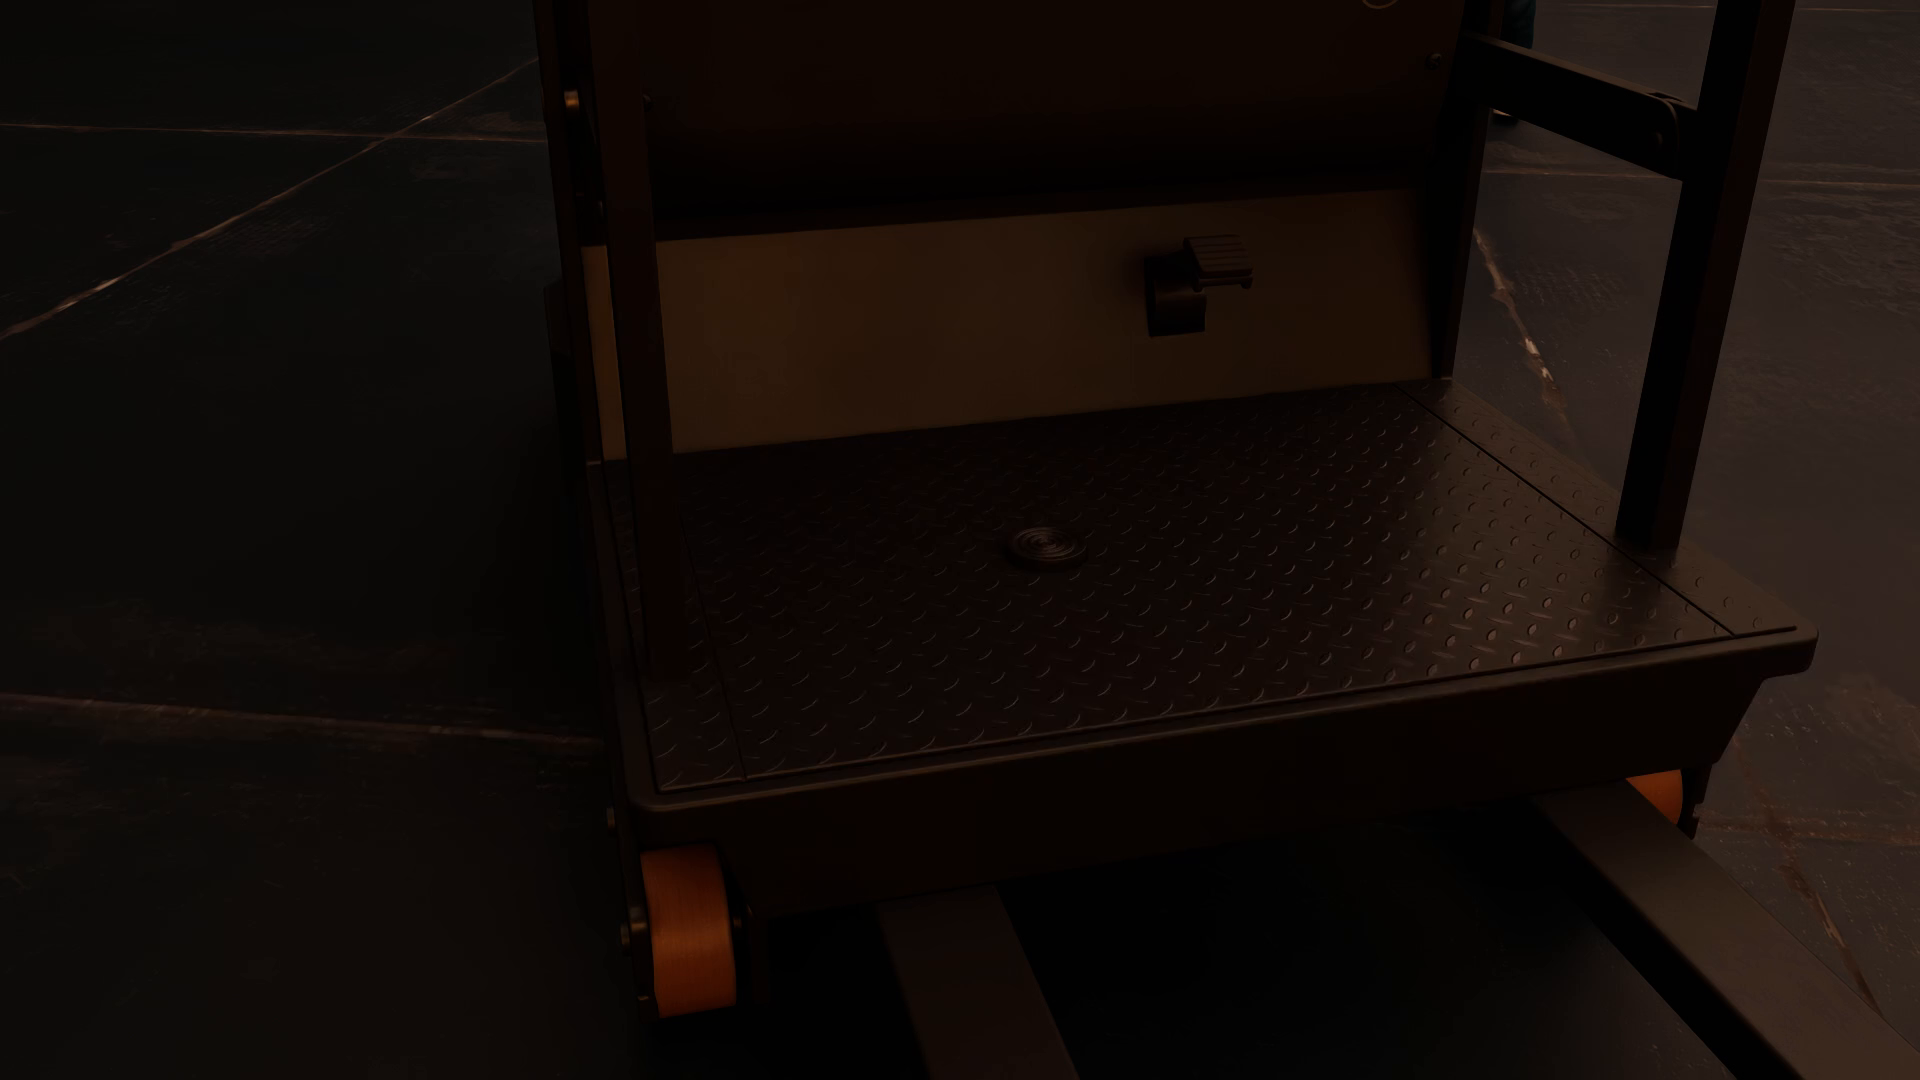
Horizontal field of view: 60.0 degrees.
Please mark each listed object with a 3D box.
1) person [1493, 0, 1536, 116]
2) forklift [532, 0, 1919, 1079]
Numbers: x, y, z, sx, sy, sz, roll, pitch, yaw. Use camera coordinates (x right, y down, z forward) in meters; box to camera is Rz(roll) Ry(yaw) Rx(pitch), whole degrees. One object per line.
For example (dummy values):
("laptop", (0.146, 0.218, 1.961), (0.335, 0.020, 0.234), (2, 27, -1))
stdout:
("person", (1.484, -1.985, 4.690), (0.519, 1.584, 0.474), (2, 27, 4))
("forklift", (0.153, -1.049, 1.319), (1.130, 2.935, 3.031), (-7, 27, -13))
